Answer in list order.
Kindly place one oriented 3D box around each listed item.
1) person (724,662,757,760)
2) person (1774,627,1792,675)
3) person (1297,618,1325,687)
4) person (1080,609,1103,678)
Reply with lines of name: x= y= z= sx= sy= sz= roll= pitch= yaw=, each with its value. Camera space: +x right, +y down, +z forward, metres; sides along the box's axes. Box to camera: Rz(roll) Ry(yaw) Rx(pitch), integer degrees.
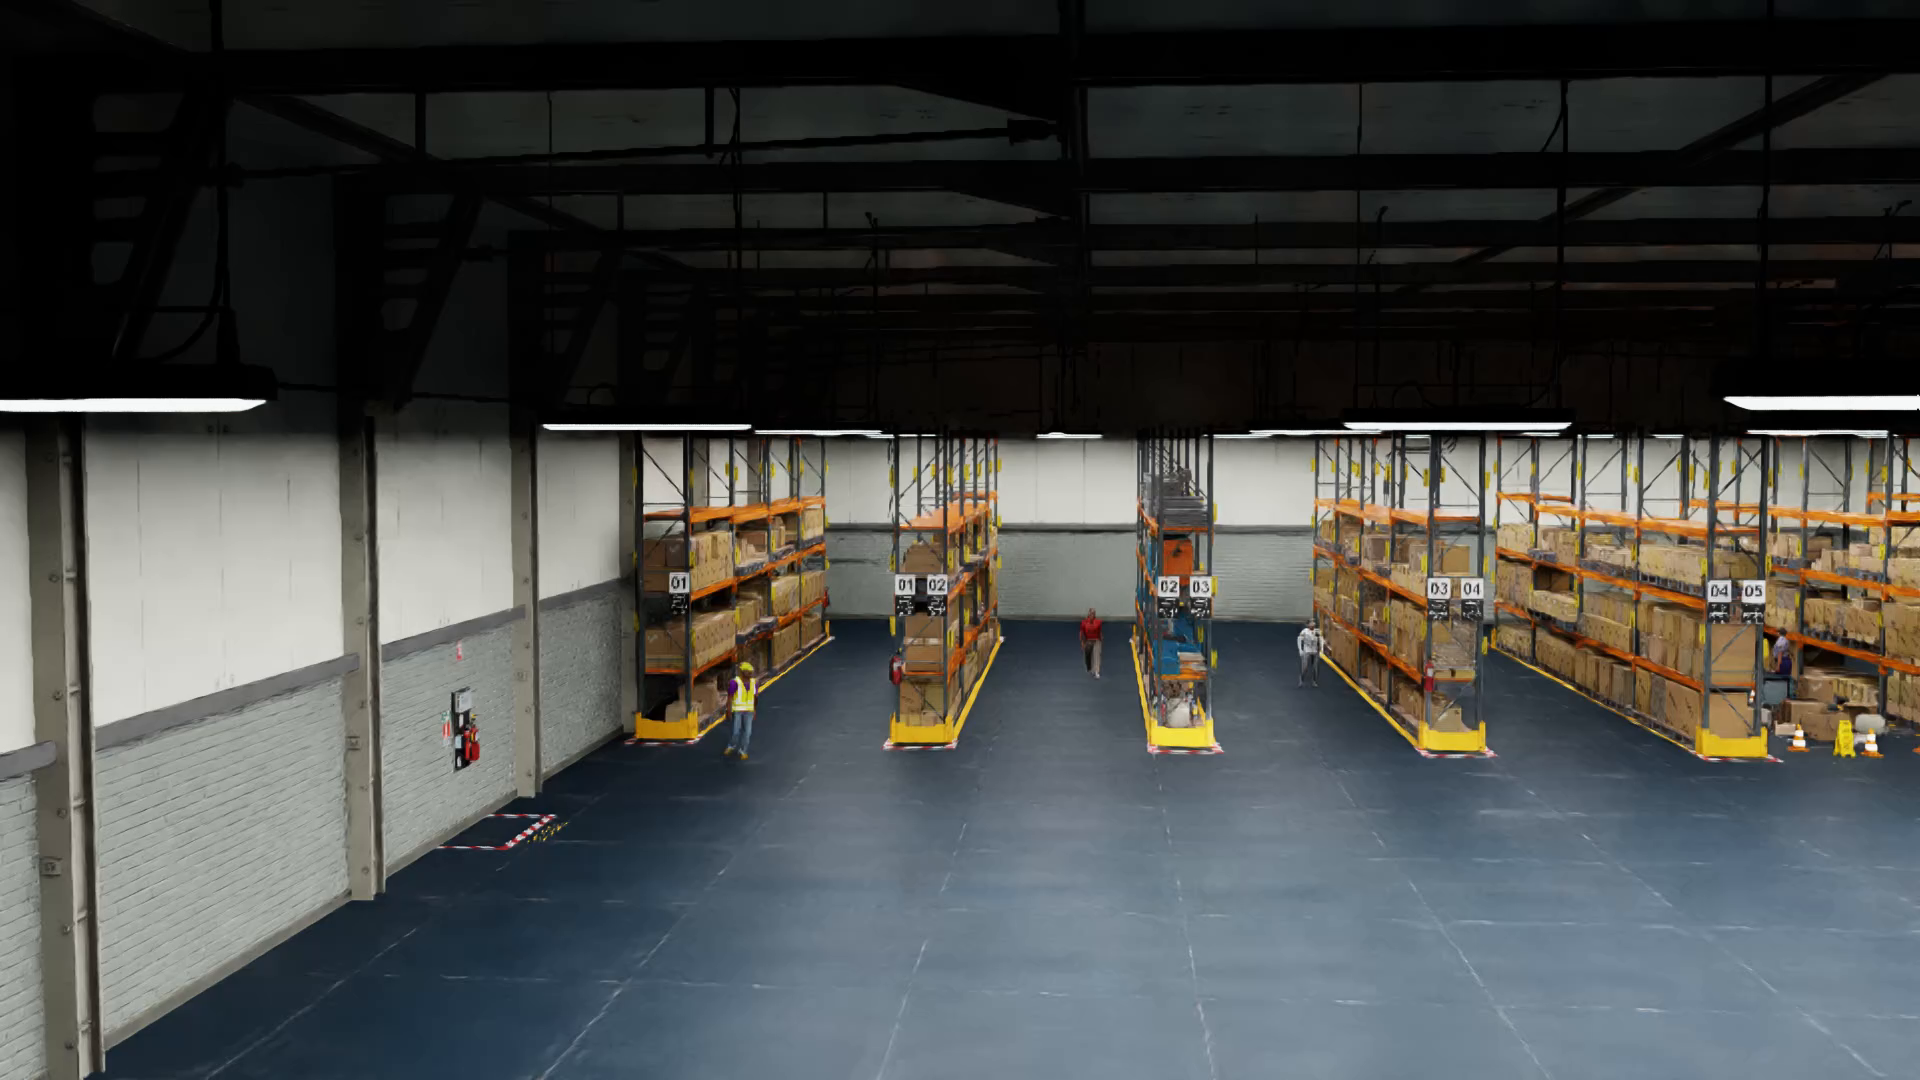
person: x=-3.929 y=3.055 z=29.869 sx=0.611 sy=1.753 sz=0.565 roll=-2 pitch=4 yaw=-31
person: x=17.886 y=2.711 z=36.252 sx=0.557 sy=1.641 sz=0.611 roll=2 pitch=4 yaw=30
person: x=8.122 y=2.600 z=38.528 sx=0.639 sy=1.632 sz=0.512 roll=0 pitch=3 yaw=3
person: x=3.166 y=2.469 z=40.172 sx=0.542 sy=1.645 sz=1.126 roll=0 pitch=3 yaw=7
